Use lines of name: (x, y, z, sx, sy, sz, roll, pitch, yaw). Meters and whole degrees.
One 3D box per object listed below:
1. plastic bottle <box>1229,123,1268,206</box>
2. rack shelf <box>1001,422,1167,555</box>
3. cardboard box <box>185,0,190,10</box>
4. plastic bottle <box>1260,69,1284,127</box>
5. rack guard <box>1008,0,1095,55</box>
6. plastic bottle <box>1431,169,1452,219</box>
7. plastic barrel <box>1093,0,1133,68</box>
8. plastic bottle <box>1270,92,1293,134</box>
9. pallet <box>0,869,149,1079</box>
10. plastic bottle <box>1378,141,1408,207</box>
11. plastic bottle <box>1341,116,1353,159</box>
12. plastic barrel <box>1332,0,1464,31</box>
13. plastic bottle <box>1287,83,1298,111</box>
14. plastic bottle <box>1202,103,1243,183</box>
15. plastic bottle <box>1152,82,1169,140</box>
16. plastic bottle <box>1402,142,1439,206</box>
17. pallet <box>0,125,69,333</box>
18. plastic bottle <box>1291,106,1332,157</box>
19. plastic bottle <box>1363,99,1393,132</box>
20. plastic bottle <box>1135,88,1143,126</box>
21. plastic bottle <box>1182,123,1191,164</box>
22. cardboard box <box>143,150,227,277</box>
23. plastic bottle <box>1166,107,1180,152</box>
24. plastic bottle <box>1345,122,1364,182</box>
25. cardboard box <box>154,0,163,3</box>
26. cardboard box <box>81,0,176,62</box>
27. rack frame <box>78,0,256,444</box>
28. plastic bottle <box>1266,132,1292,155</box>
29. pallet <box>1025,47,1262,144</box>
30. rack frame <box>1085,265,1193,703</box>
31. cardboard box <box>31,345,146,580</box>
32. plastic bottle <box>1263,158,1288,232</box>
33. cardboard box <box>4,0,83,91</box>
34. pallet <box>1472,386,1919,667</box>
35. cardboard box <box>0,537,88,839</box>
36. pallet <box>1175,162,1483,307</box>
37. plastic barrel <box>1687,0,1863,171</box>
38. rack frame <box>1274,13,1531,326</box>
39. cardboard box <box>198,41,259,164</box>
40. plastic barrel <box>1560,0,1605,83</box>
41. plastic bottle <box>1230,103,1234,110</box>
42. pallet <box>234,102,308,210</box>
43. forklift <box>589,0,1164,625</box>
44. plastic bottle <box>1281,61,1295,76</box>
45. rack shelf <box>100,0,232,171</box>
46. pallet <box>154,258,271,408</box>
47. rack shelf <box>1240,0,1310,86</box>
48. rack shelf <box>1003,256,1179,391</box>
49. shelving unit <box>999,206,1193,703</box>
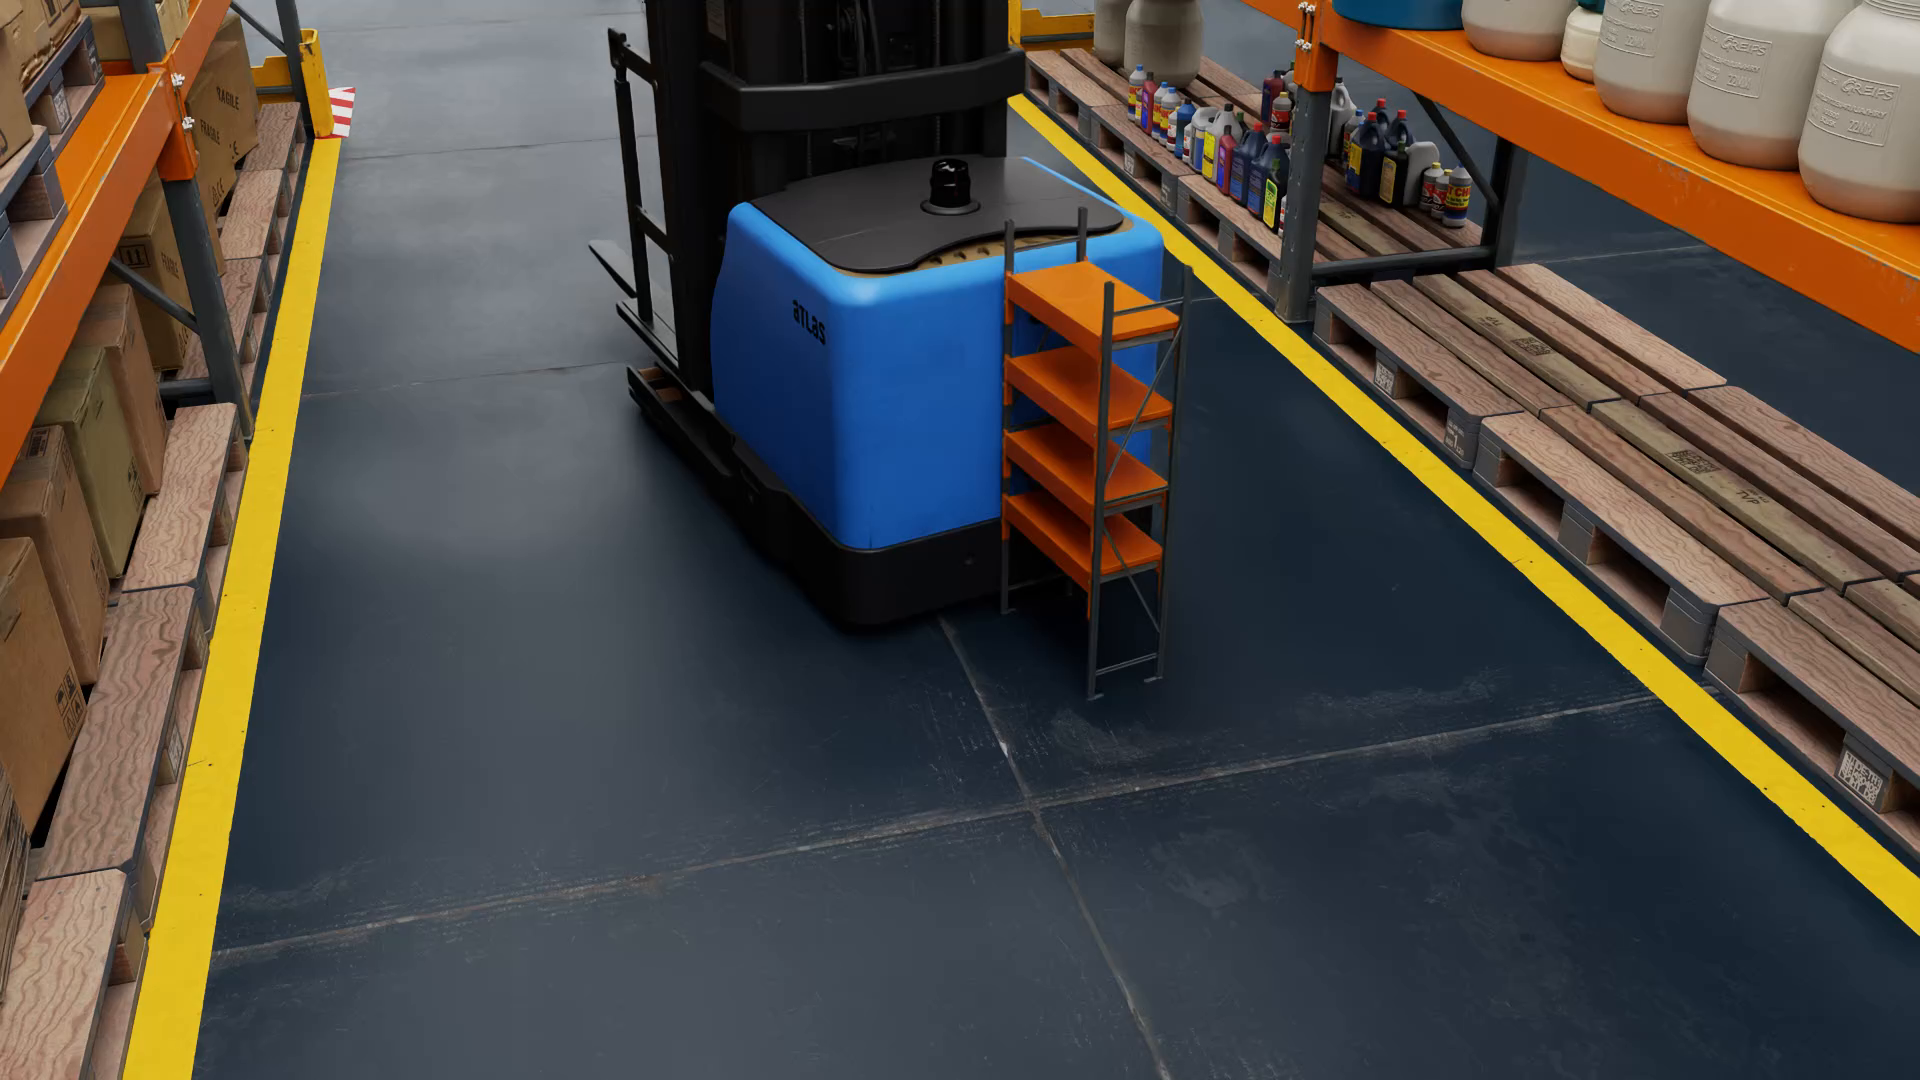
plastic bottle: (1.292, -1.671, 7.348, 0.144, 0.351, 0.185, -9, 31, -16)
rack shelf: (0.337, -0.161, 4.465, 0.258, 0.148, 0.480, -14, 33, -23)
cardboard box: (-2.898, -1.878, 5.751, 0.380, 0.149, 0.250, -8, 31, -13)
plastic bottle: (1.578, -2.240, 8.398, 0.061, 0.283, 0.133, -8, 31, -13)
rack guard: (0.795, -3.082, 10.075, 1.175, 0.500, 0.348, -8, 31, -13)
plastic bottle: (2.103, -1.502, 7.206, 0.097, 0.201, 0.097, 0, 30, 0)
plastic barrel: (0.978, -2.991, 9.488, 0.421, 0.512, 0.421, 0, 30, 0)
plastic bottle: (1.602, -2.126, 8.284, 0.097, 0.201, 0.097, 0, 30, 0)
pallet: (-2.128, 1.158, 3.039, 1.003, 0.211, 1.213, -8, 31, -13)
plastic bottle: (1.915, -1.627, 7.339, 0.061, 0.283, 0.133, -8, 31, -13)
plastic bottle: (1.875, -1.917, 7.922, 0.097, 0.201, 0.097, 0, 30, 0)
plastic barrel: (1.602, -2.252, 5.646, 0.600, 0.901, 0.708, -8, 31, -13)
plastic bottle: (1.717, -2.184, 8.309, 0.152, 0.276, 0.135, -9, 31, -15)
plastic bottle: (1.206, -1.827, 7.618, 0.144, 0.351, 0.185, -8, 31, -14)
plastic bottle: (1.002, -2.121, 8.204, 0.097, 0.271, 0.097, 0, 30, 0)
plastic bottle: (2.017, -1.638, 7.366, 0.152, 0.276, 0.135, -7, 31, -11)
pallet: (-2.487, -0.539, 3.378, 1.003, 0.211, 1.213, -8, 31, -13)
plastic bottle: (1.678, -1.983, 7.962, 0.152, 0.276, 0.135, -8, 31, -13)
plastic bottle: (1.927, -1.842, 7.643, 0.144, 0.351, 0.185, -9, 31, -15)
plastic bottle: (0.938, -2.206, 8.421, 0.097, 0.201, 0.097, 0, 30, 0)
plastic bottle: (1.109, -1.895, 7.884, 0.097, 0.201, 0.097, 0, 30, 0)
cardboard box: (-3.211, -1.177, 6.366, 0.500, 0.500, 0.500, 2, 30, 3)
plastic bottle: (1.054, -1.994, 8.055, 0.097, 0.201, 0.097, 0, 30, 0)
plastic bottle: (1.822, -1.770, 7.599, 0.097, 0.271, 0.097, 0, 30, 0)
cardboard box: (-3.044, -2.001, 5.316, 0.875, 0.500, 0.500, -8, 31, -13)
cardboard box: (-2.751, -1.638, 5.337, 0.380, 0.149, 0.250, -8, 31, -13)
rack frame: (-2.984, -1.603, 5.026, 1.000, 3.000, 0.127, -8, 31, -13)
plastic bottle: (1.428, -1.671, 7.422, 0.152, 0.276, 0.135, -8, 31, -13)
pallet: (1.006, -2.563, 9.468, 1.003, 0.211, 1.213, -8, 31, -13)
rack frame: (0.449, -0.110, 4.243, 0.240, 1.200, 0.015, -14, 33, -23)
cardboard box: (-2.733, -0.180, 4.622, 0.700, 0.500, 0.500, -8, 31, -14)
plastic bottle: (1.346, -1.465, 7.059, 0.061, 0.283, 0.133, -6, 31, -11)
cardboard box: (-2.908, -1.642, 4.075, 1.000, 1.000, 1.000, -8, 31, -13)
pallet: (2.365, -0.091, 5.196, 1.003, 0.211, 1.213, -8, 31, -13)
cardboard box: (-2.436, 0.360, 3.690, 0.700, 0.500, 0.500, -5, 30, -9)
pallet: (1.653, -1.385, 7.432, 1.003, 0.211, 1.213, -8, 31, -13)
plastic barrel: (2.144, -1.266, 4.308, 0.433, 0.535, 0.433, 0, 30, 0)
rack frame: (1.791, -2.262, 6.164, 1.000, 3.000, 0.127, -8, 31, -13)
cardboard box: (-3.704, -2.047, 7.869, 0.500, 0.500, 0.500, 0, 30, 0)
plastic barrel: (1.995, -1.542, 5.058, 0.301, 0.262, 0.301, 0, 30, 0)
plastic bottle: (1.269, -1.892, 7.796, 0.061, 0.283, 0.133, -8, 31, -13)
pallet: (-3.844, -1.895, 8.313, 1.003, 0.211, 1.213, -8, 31, -13)
forklift: (-0.550, -1.740, 5.330, 1.130, 2.935, 3.031, -15, 33, -24)
plastic bottle: (1.689, -2.326, 8.546, 0.061, 0.283, 0.133, -7, 31, -12)
rack shelf: (-3.515, -2.258, 6.875, 1.077, 0.370, 4.000, -8, 31, -13)
pallet: (-3.196, -0.716, 6.277, 1.003, 0.211, 1.213, -8, 31, -13)
rack shelf: (1.261, -2.917, 8.013, 1.077, 0.370, 4.000, -8, 31, -13)
rack shelf: (0.337, -0.559, 4.234, 0.258, 0.148, 0.480, -14, 33, -23)
shelving unit: (0.337, -0.219, 4.431, 0.258, 1.200, 0.503, -14, 33, -23)
